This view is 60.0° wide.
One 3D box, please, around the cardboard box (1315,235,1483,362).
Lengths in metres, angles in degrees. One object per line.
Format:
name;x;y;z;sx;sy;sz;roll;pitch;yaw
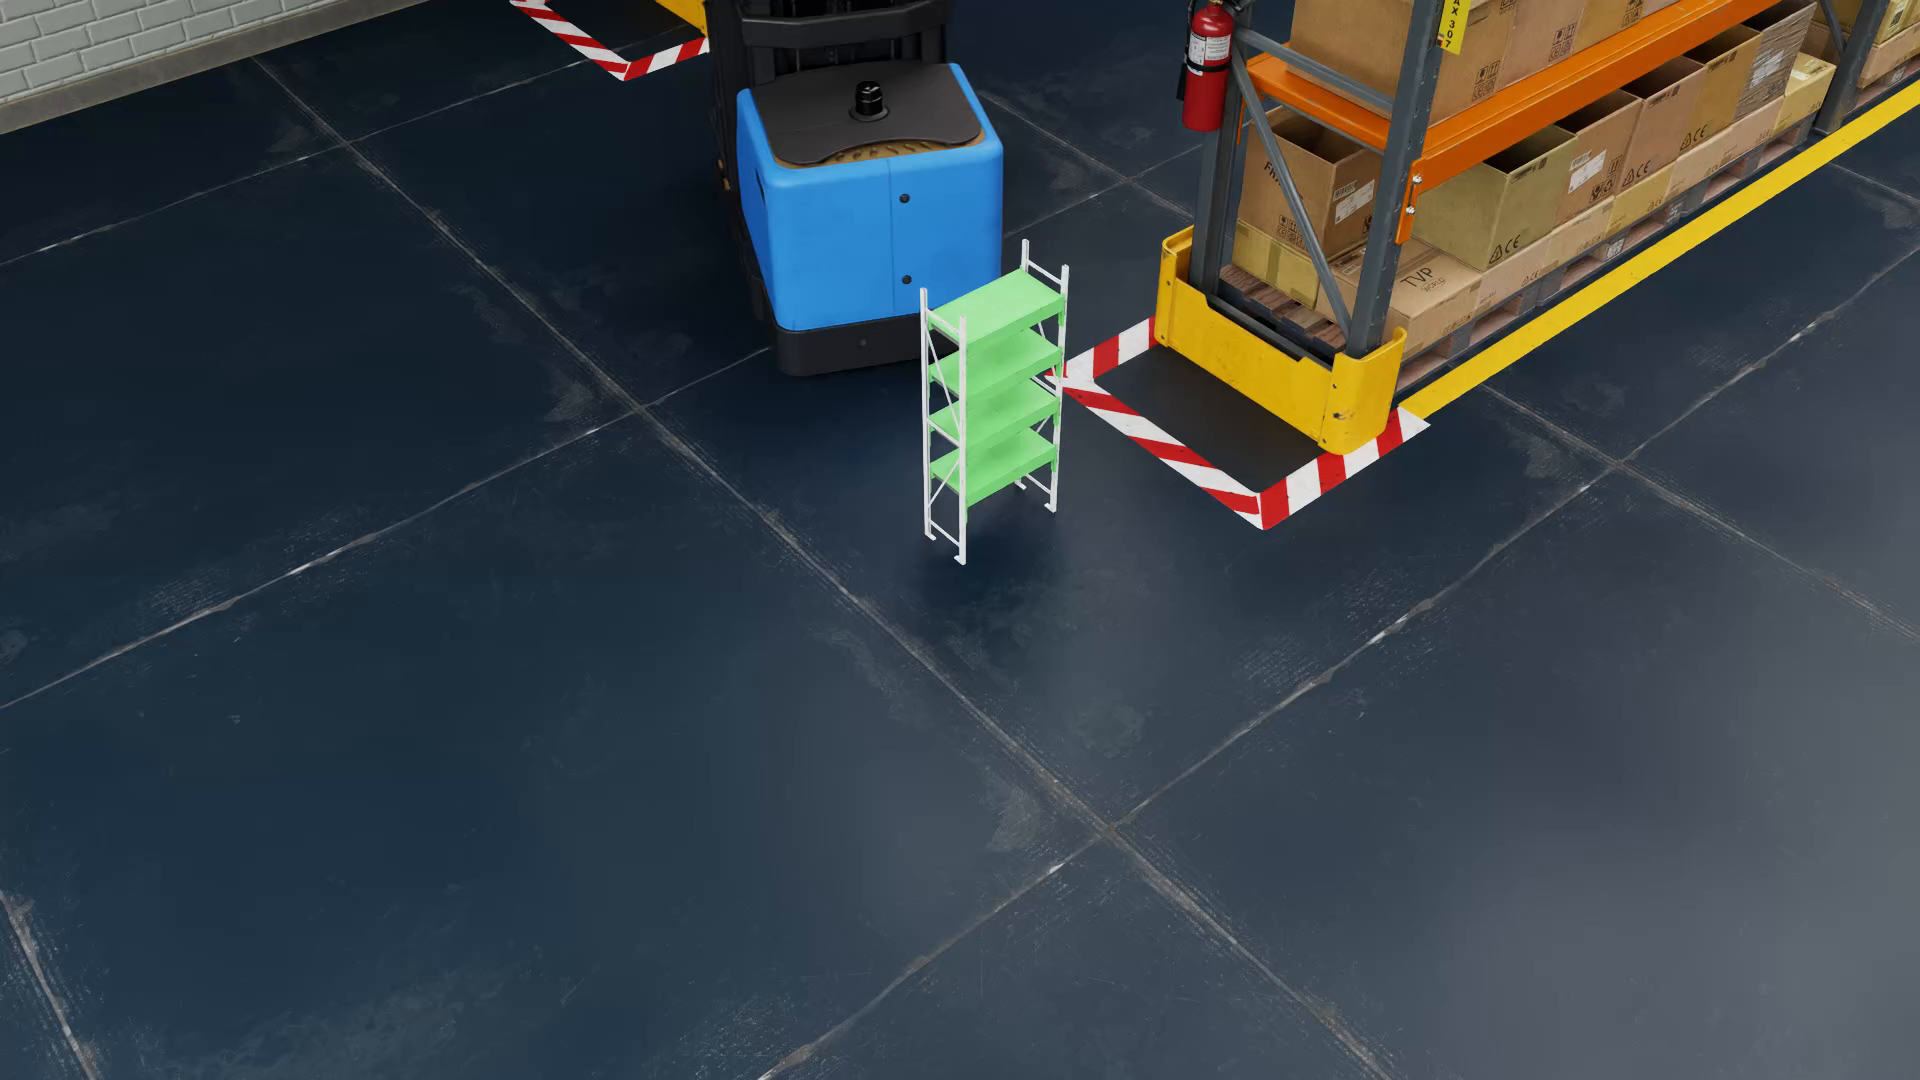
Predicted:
cardboard box;1.957;-1.101;7.433;0.500;0.250;0.500;-30;51;-28

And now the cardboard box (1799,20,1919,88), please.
cardboard box;4.939;-2.787;9.228;0.500;0.250;0.500;-31;51;-29

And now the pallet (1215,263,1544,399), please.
pallet;1.963;-1.173;7.845;1.213;0.211;1.003;-30;51;-28

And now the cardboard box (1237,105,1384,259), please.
cardboard box;1.623;-1.648;7.467;0.500;0.500;0.500;-30;51;-28

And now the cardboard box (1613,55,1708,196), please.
cardboard box;3.109;-2.032;7.877;0.500;0.500;0.500;-30;51;-28

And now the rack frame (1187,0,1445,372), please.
rack frame;1.403;-1.832;6.509;0.127;3.000;1.000;-30;51;-28

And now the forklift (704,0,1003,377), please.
forklift;-0.667;-2.822;7.614;1.130;2.935;3.031;-10;44;-11

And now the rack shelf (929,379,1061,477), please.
rack shelf;0.127;-0.463;6.460;0.480;0.148;0.258;-30;51;-28

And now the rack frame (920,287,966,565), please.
rack frame;-0.060;-0.403;6.303;0.015;1.200;0.240;-30;51;-28

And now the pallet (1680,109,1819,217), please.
pallet;3.834;-2.245;8.986;1.213;0.211;1.003;-30;51;-28

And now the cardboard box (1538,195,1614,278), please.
cardboard box;2.722;-1.542;7.903;0.500;0.250;0.500;-30;51;-28

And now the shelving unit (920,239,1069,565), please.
shelving unit;0.127;-0.510;6.417;0.503;1.200;0.258;-30;51;-28

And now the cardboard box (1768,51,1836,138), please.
cardboard box;4.256;-2.421;8.839;0.500;0.250;0.500;-30;51;-28

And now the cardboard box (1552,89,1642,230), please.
cardboard box;2.715;-1.822;7.653;0.500;0.500;0.500;-30;51;-28

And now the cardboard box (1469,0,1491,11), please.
cardboard box;1.842;-2.164;6.316;0.250;0.149;0.380;-30;51;-28

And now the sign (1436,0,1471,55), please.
sign;1.754;-1.882;5.873;0.005;0.325;0.100;-30;51;-28

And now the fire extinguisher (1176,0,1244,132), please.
fire extinguisher;1.014;-1.996;6.740;0.183;0.674;0.296;-30;51;-28

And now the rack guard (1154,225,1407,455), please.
rack guard;1.384;-0.910;7.354;0.348;0.500;1.175;-30;51;-28

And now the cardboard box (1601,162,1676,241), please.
cardboard box;3.109;-1.759;8.134;0.500;0.250;0.500;-30;51;-28

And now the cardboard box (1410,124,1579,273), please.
cardboard box;2.339;-1.595;7.412;0.500;0.500;0.500;-30;51;-28

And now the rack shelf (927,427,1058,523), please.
rack shelf;0.127;-0.289;6.625;0.480;0.148;0.258;-30;51;-28

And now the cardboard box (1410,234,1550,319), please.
cardboard box;2.338;-1.323;7.669;0.500;0.250;0.500;-30;51;-28

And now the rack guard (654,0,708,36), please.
rack guard;-1.720;-3.554;10.169;0.348;0.500;1.175;-30;51;-28

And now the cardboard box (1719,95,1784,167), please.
cardboard box;3.866;-2.207;8.610;0.500;0.250;0.500;-30;51;-28

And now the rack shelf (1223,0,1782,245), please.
rack shelf;2.937;-2.448;7.691;4.000;0.370;1.077;-30;51;-28

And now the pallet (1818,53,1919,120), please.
pallet;5.011;-2.916;9.701;1.213;0.211;1.003;-30;51;-28

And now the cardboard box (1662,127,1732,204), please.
cardboard box;3.492;-1.979;8.368;0.500;0.250;0.500;-30;51;-28

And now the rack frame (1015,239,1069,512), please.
rack frame;0.314;-0.617;6.531;0.015;1.200;0.240;-30;51;-28

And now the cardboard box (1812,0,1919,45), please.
cardboard box;4.948;-2.995;9.040;0.500;0.311;0.500;-30;51;-28

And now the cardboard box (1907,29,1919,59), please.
cardboard box;5.332;-3.010;9.466;0.500;0.250;0.500;-29;50;-27

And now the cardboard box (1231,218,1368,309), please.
cardboard box;1.625;-1.373;7.723;0.500;0.250;0.500;-30;51;-28

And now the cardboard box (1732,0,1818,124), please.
cardboard box;3.865;-2.481;8.355;0.500;0.500;0.500;-30;51;-28

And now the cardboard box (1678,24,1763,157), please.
cardboard box;3.484;-2.259;8.119;0.500;0.500;0.500;-30;51;-28

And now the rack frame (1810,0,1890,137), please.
rack frame;4.471;-3.589;8.380;0.127;3.000;1.000;-30;51;-28

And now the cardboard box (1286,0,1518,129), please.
cardboard box;1.769;-2.067;6.686;0.500;0.500;0.700;-30;51;-28

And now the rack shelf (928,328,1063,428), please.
rack shelf;0.127;-0.638;6.296;0.480;0.148;0.258;-30;51;-28

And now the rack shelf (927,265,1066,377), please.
rack shelf;0.127;-0.813;6.132;0.480;0.148;0.258;-30;51;-28

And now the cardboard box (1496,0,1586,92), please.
cardboard box;2.169;-2.300;6.935;0.500;0.500;0.700;-28;50;-27

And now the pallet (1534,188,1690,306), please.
pallet;2.898;-1.706;8.413;1.213;0.211;1.003;-30;51;-28

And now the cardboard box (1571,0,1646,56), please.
cardboard box;2.554;-2.515;7.164;0.500;0.500;0.700;-29;51;-28

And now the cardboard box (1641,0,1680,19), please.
cardboard box;2.955;-2.748;7.412;0.500;0.500;0.700;-28;50;-27
